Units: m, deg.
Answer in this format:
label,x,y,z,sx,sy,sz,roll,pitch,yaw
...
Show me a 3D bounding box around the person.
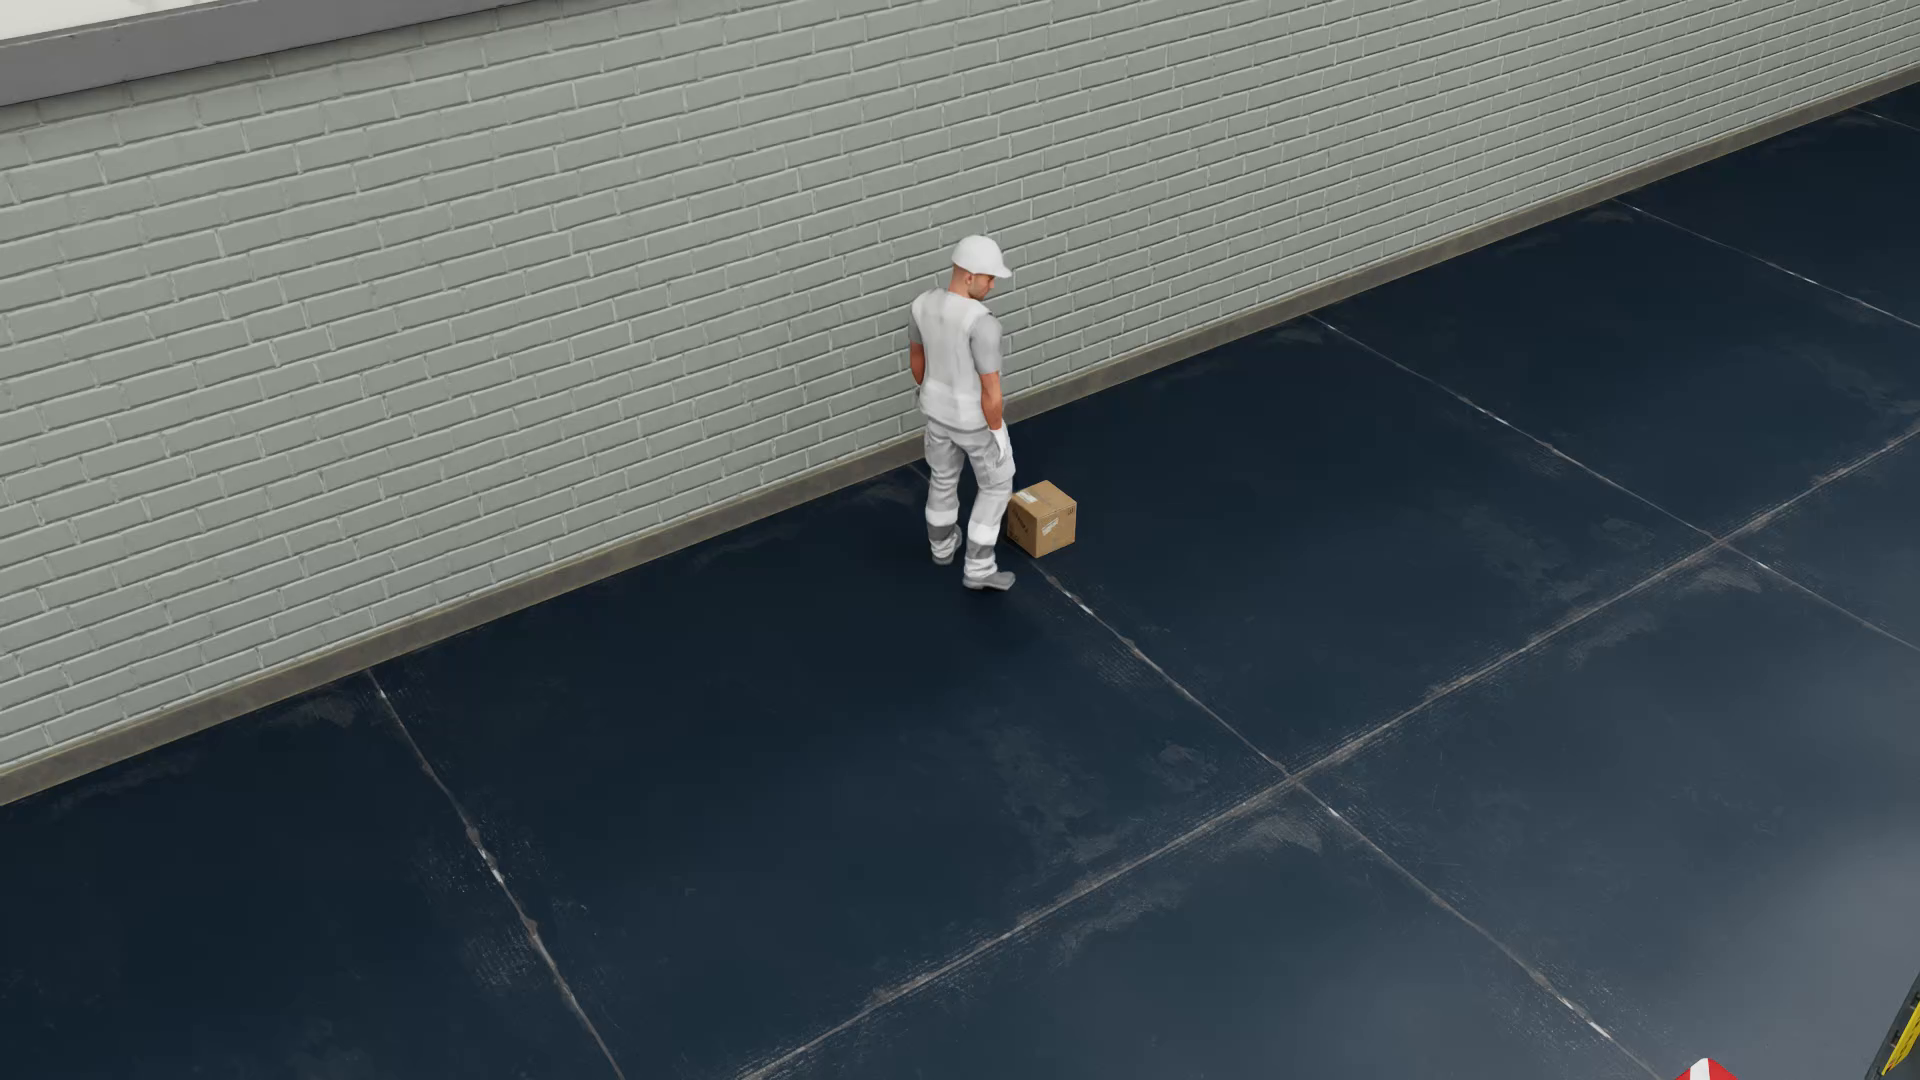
label,x,y,z,sx,sy,sz,roll,pitch,yaw
person,0.012,-0.590,7.794,0.662,1.803,0.385,26,43,31
